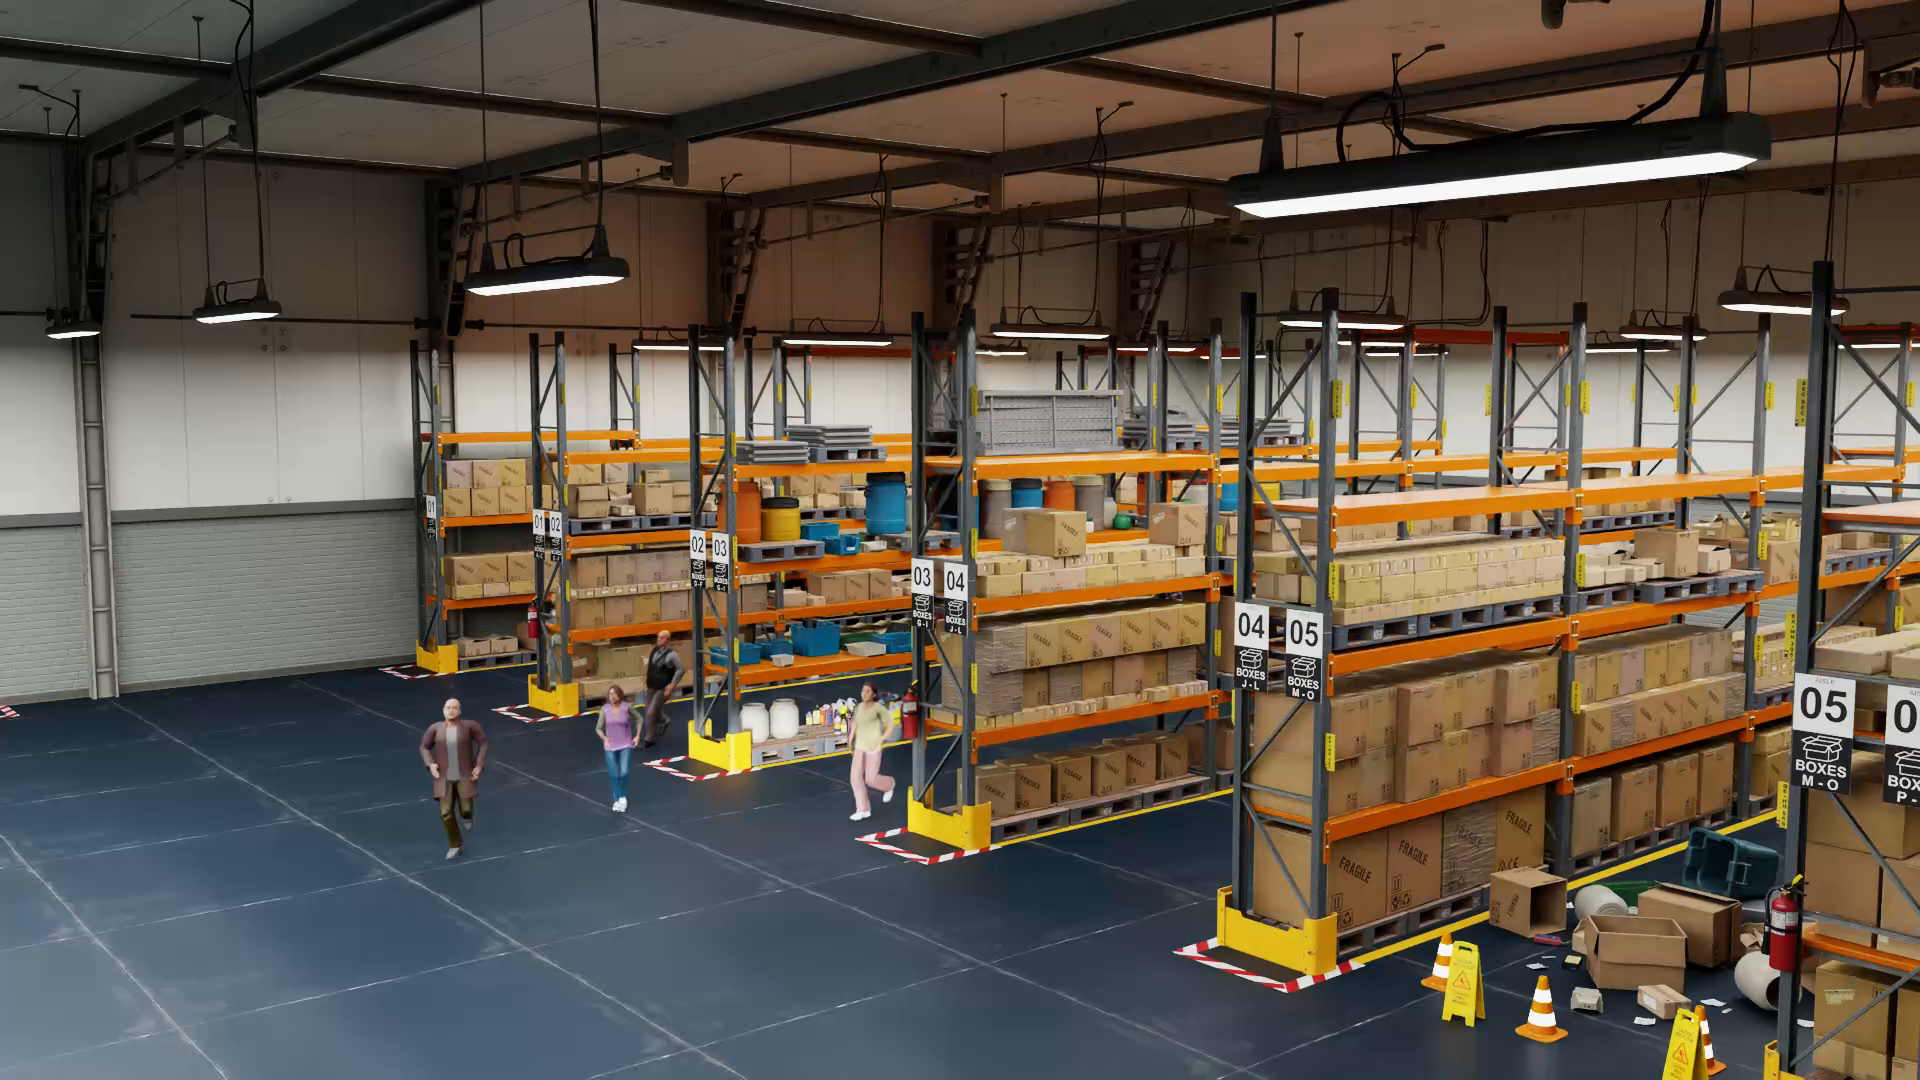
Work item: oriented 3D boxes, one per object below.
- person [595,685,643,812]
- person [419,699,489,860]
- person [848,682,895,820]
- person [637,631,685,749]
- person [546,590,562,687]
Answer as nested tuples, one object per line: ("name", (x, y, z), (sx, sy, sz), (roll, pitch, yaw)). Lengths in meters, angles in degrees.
("person", (-4.121, 2.525, 20.081), (0.550, 1.560, 0.580), (0, 5, -4))
("person", (-5.602, 2.612, 18.432), (0.741, 1.737, 0.709), (-1, 5, -13))
("person", (-1.083, 2.505, 20.020), (0.618, 1.627, 0.772), (3, 6, 31))
("person", (-4.242, 2.125, 23.832), (0.717, 1.684, 0.742), (4, 6, 35))
("person", (-6.786, 1.696, 28.412), (0.835, 1.685, 0.557), (-4, 7, -37))
